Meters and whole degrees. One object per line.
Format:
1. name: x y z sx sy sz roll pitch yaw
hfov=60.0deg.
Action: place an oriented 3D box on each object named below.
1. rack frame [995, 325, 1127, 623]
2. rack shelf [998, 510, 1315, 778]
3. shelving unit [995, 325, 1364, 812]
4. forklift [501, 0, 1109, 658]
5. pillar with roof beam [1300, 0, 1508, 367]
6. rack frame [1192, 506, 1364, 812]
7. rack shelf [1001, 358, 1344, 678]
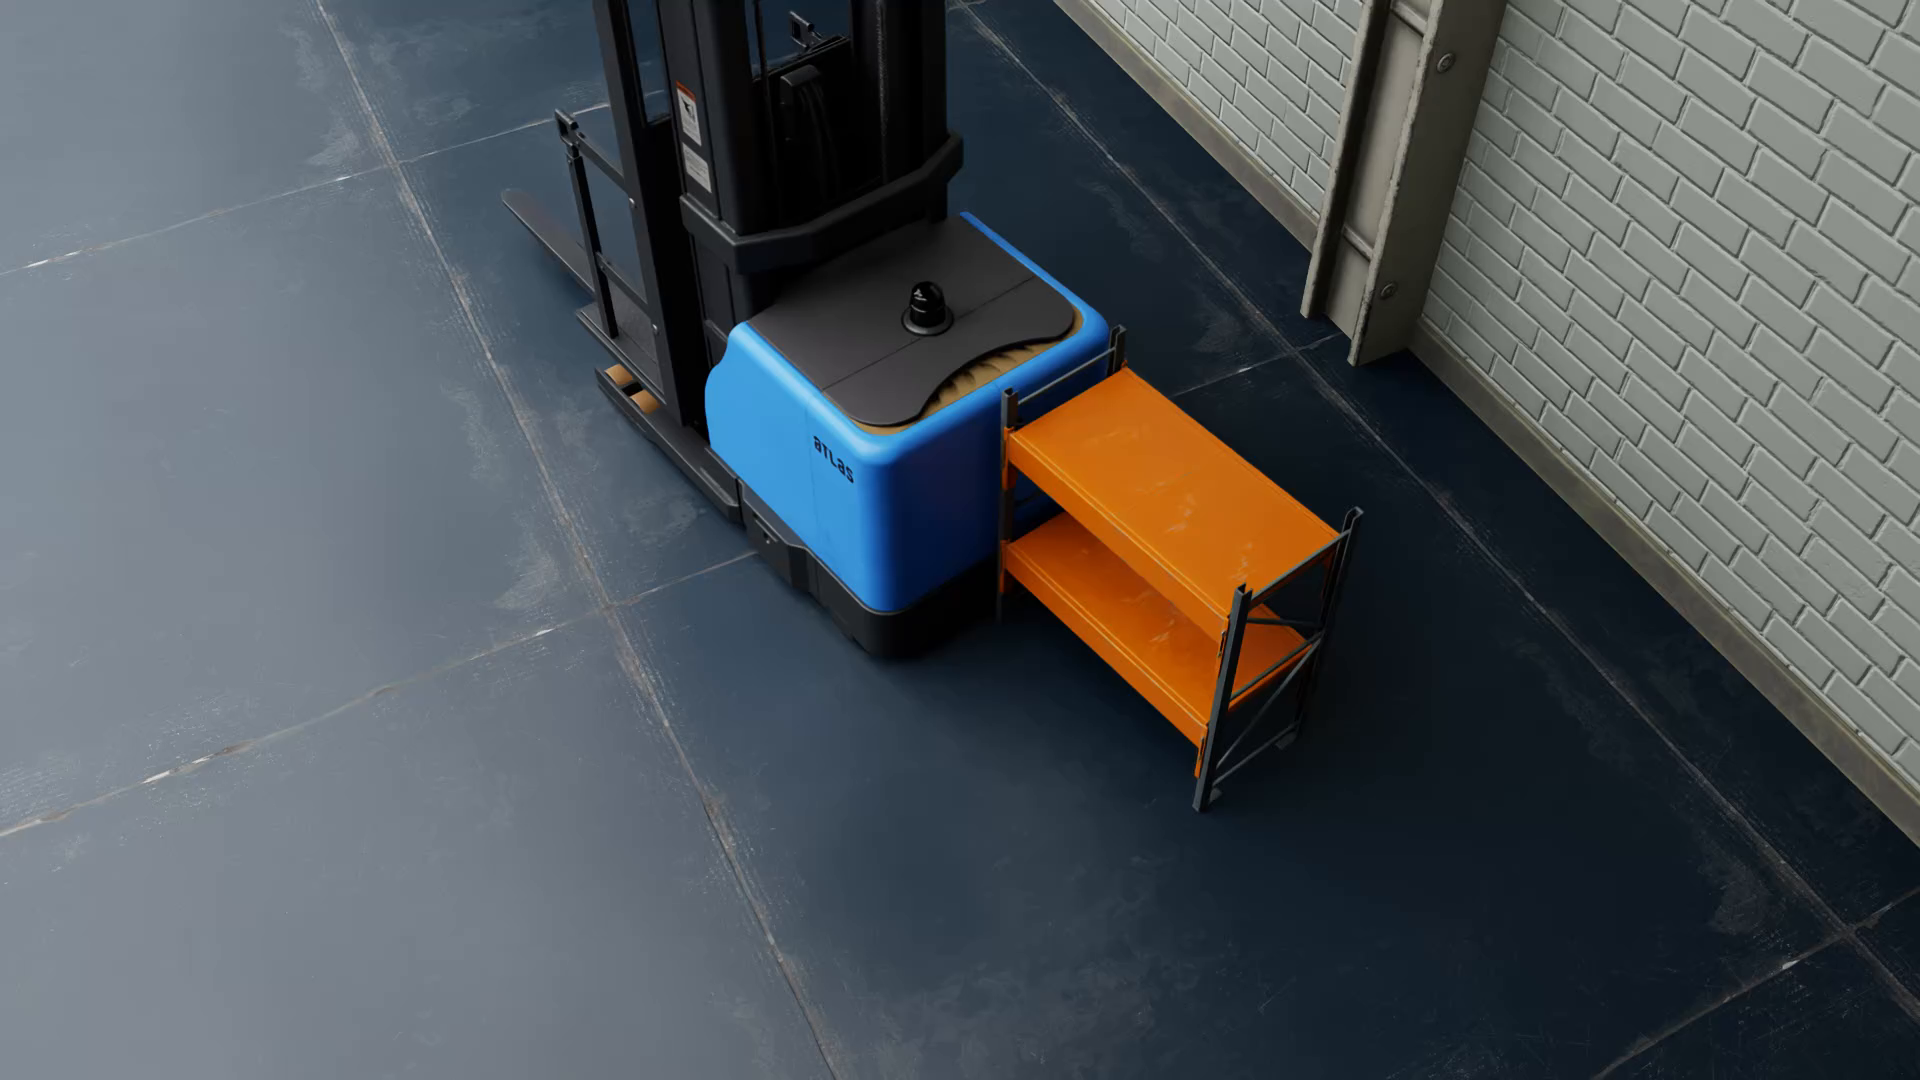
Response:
1. rack frame: 0.332 -0.198 5.676 0.500 1.125 0.032 -31 56 -24
2. rack shelf: 0.651 0.261 5.599 0.538 0.278 1.000 -31 56 -24
3. shelving unit: 0.651 0.100 5.415 0.538 1.125 1.048 -31 56 -24
4. forklift: -0.805 -1.609 5.710 1.130 2.935 3.031 -31 56 -24
5. pillar with roof beam: -2.151 -2.378 2.352 9.100 9.000 0.400 -21 52 -18
6. rack frame: 0.970 0.399 5.154 0.500 1.125 0.032 -31 56 -24
7. rack shelf: 0.651 -0.092 5.195 0.538 0.278 1.000 -31 56 -24
